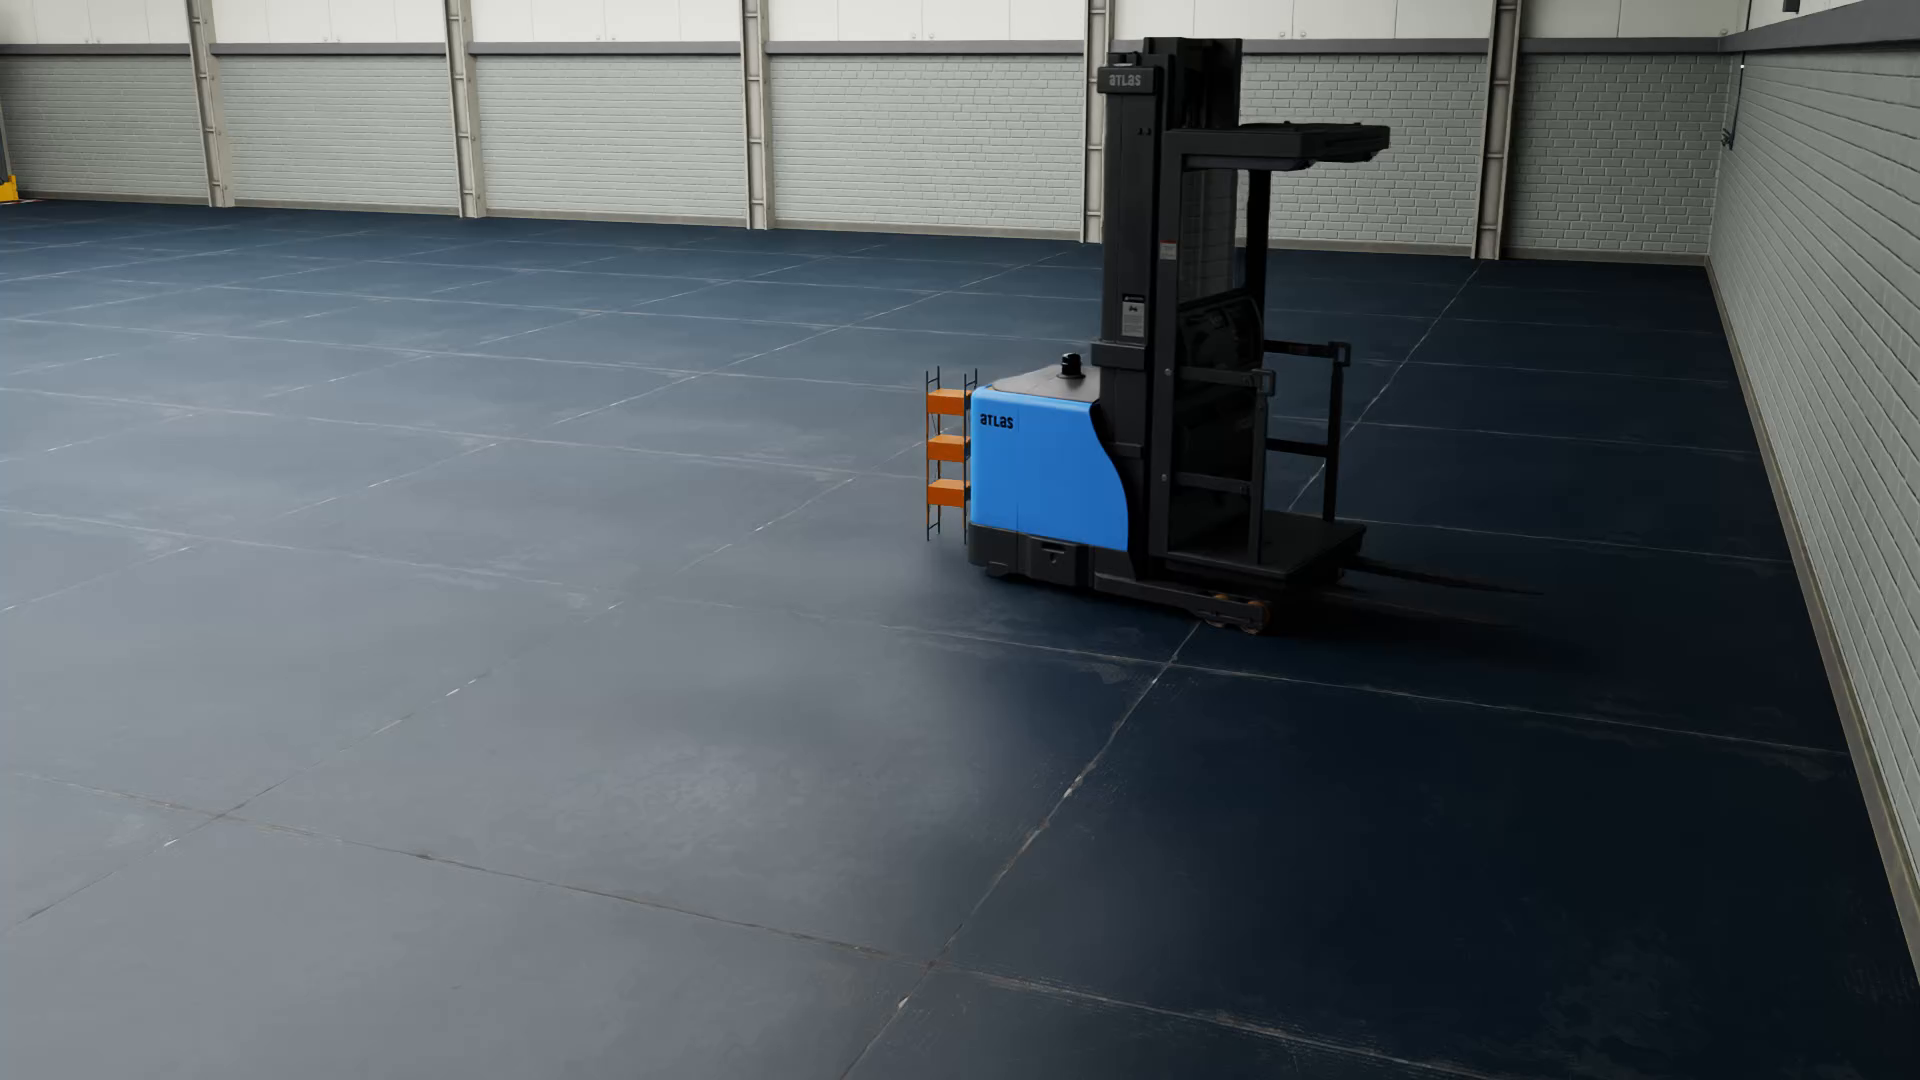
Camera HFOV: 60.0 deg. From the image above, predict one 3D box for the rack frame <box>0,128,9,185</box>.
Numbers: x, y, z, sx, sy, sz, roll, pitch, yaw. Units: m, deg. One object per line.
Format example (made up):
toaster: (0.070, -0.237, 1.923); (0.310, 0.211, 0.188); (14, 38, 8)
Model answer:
rack frame: (-19.858, -8.352, 33.564); (0.127, 3.000, 1.000); (6, 17, 21)

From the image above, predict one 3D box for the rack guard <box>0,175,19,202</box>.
rack guard: (-19.835, -7.149, 33.904); (0.348, 0.500, 1.175); (6, 17, 21)

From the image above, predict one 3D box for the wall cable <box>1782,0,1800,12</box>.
wall cable: (6.490, -6.998, 12.038); (0.169, 6.003, 2.305); (6, 17, 21)

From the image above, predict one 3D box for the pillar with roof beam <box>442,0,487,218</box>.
pillar with roof beam: (-10.591, -9.194, 25.704); (0.400, 9.000, 9.100); (6, 17, 21)

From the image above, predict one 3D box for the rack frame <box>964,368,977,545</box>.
rack frame: (0.064, -0.497, 10.003); (0.008, 1.050, 0.200); (6, 17, 21)

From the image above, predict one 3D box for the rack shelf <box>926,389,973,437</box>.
rack shelf: (-0.050, -0.772, 9.970); (0.240, 0.259, 0.215); (6, 17, 21)

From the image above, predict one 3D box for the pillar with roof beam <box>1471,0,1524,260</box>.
pillar with roof beam: (6.153, -7.353, 19.361); (0.400, 9.000, 9.100); (6, 17, 21)

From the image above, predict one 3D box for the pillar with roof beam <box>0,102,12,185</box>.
pillar with roof beam: (-21.754, -10.422, 29.932); (0.400, 9.000, 9.100); (6, 17, 21)

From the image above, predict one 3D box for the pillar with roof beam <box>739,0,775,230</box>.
pillar with roof beam: (-5.010, -8.581, 23.589); (0.400, 9.000, 9.100); (6, 17, 21)

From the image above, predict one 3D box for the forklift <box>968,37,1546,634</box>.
forklift: (1.552, -1.095, 8.689); (3.031, 2.935, 1.130); (11, 19, 33)

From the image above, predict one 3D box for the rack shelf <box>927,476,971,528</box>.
rack shelf: (-0.050, -0.233, 10.127); (0.240, 0.259, 0.215); (6, 17, 21)

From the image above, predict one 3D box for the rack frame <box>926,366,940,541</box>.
rack frame: (-0.163, -0.522, 10.089); (0.008, 1.050, 0.200); (6, 17, 21)

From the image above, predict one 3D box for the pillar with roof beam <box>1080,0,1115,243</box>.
pillar with roof beam: (0.572, -7.967, 21.475); (0.400, 9.000, 9.100); (6, 17, 21)

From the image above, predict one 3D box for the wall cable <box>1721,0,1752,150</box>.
wall cable: (9.988, -6.334, 21.420); (0.112, 2.526, 3.097); (6, 17, 21)

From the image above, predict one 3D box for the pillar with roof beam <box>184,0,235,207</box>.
pillar with roof beam: (-16.173, -9.808, 27.818); (0.400, 9.000, 9.100); (6, 17, 21)

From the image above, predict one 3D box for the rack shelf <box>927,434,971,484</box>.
rack shelf: (-0.050, -0.499, 10.049); (0.240, 0.259, 0.215); (6, 17, 21)

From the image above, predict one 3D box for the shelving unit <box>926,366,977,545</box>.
shelving unit: (-0.050, -0.510, 10.046); (0.252, 1.050, 0.215); (6, 17, 21)
